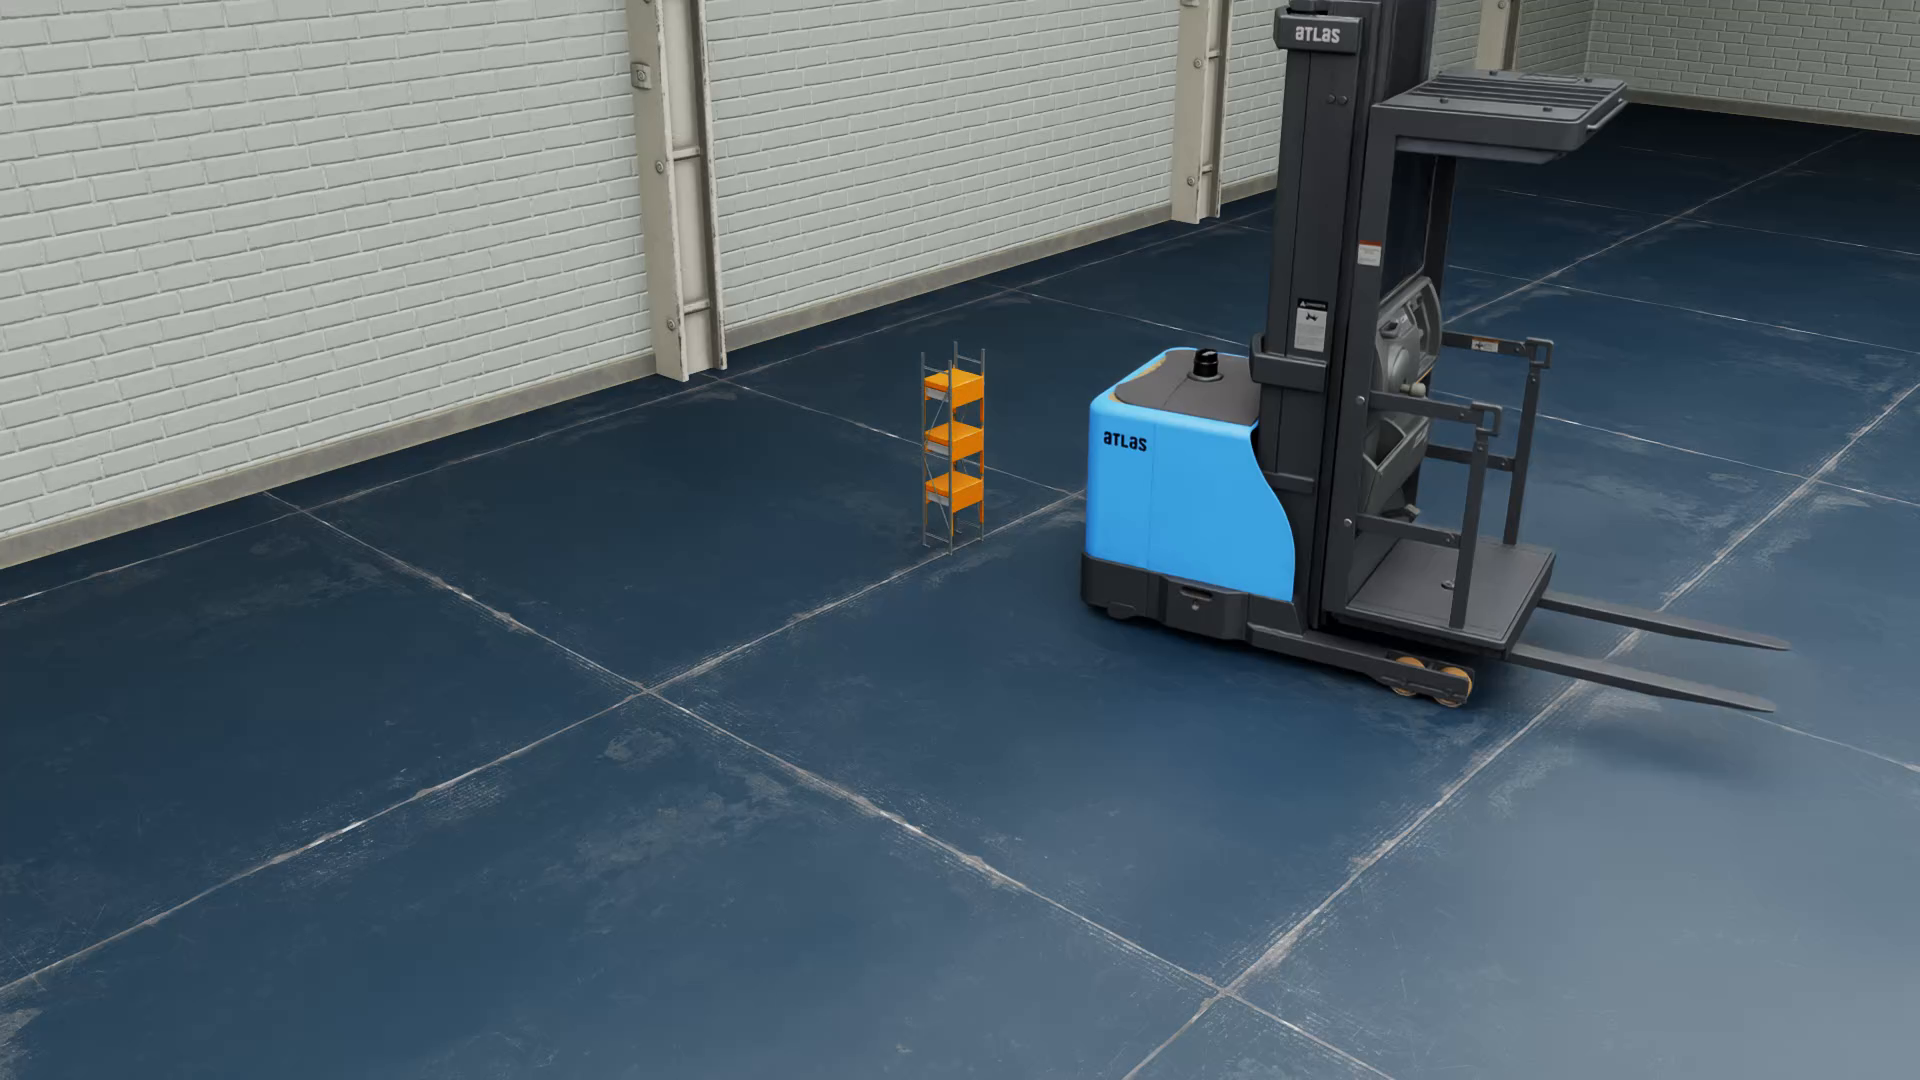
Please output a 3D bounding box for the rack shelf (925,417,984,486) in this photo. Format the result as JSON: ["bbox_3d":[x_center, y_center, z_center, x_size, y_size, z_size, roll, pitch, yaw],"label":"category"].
[{"bbox_3d":[-0.036,-0.453,8.503,0.215,0.259,0.240,20,31,38],"label":"rack shelf"}]

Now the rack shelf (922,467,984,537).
[{"bbox_3d":[-0.036,-0.199,8.617,0.215,0.259,0.240,20,31,38],"label":"rack shelf"}]

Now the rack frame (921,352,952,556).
[{"bbox_3d":[-0.117,-0.426,8.416,0.200,1.050,0.008,20,31,38],"label":"rack frame"}]

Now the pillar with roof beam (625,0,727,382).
[{"bbox_3d":[1.372,-4.089,6.871,9.100,9.000,0.400,20,31,38],"label":"pillar with roof beam"}]

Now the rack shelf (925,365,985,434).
[{"bbox_3d":[-0.036,-0.712,8.387,0.215,0.259,0.240,20,31,38],"label":"rack shelf"}]

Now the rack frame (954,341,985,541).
[{"bbox_3d":[0.046,-0.500,8.582,0.200,1.050,0.008,20,31,38],"label":"rack frame"}]

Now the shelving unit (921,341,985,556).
[{"bbox_3d":[-0.036,-0.463,8.499,0.215,1.050,0.252,20,31,38],"label":"shelving unit"}]

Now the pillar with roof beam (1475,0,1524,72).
[{"bbox_3d":[9.381,-7.745,15.025,9.100,9.000,0.400,20,31,38],"label":"pillar with roof beam"}]

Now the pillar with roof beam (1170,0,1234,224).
[{"bbox_3d":[5.377,-5.917,10.948,9.100,9.000,0.400,20,31,38],"label":"pillar with roof beam"}]

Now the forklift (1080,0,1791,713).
[{"bbox_3d":[2.115,-0.869,7.105,3.031,2.935,1.130,13,27,27],"label":"forklift"}]
